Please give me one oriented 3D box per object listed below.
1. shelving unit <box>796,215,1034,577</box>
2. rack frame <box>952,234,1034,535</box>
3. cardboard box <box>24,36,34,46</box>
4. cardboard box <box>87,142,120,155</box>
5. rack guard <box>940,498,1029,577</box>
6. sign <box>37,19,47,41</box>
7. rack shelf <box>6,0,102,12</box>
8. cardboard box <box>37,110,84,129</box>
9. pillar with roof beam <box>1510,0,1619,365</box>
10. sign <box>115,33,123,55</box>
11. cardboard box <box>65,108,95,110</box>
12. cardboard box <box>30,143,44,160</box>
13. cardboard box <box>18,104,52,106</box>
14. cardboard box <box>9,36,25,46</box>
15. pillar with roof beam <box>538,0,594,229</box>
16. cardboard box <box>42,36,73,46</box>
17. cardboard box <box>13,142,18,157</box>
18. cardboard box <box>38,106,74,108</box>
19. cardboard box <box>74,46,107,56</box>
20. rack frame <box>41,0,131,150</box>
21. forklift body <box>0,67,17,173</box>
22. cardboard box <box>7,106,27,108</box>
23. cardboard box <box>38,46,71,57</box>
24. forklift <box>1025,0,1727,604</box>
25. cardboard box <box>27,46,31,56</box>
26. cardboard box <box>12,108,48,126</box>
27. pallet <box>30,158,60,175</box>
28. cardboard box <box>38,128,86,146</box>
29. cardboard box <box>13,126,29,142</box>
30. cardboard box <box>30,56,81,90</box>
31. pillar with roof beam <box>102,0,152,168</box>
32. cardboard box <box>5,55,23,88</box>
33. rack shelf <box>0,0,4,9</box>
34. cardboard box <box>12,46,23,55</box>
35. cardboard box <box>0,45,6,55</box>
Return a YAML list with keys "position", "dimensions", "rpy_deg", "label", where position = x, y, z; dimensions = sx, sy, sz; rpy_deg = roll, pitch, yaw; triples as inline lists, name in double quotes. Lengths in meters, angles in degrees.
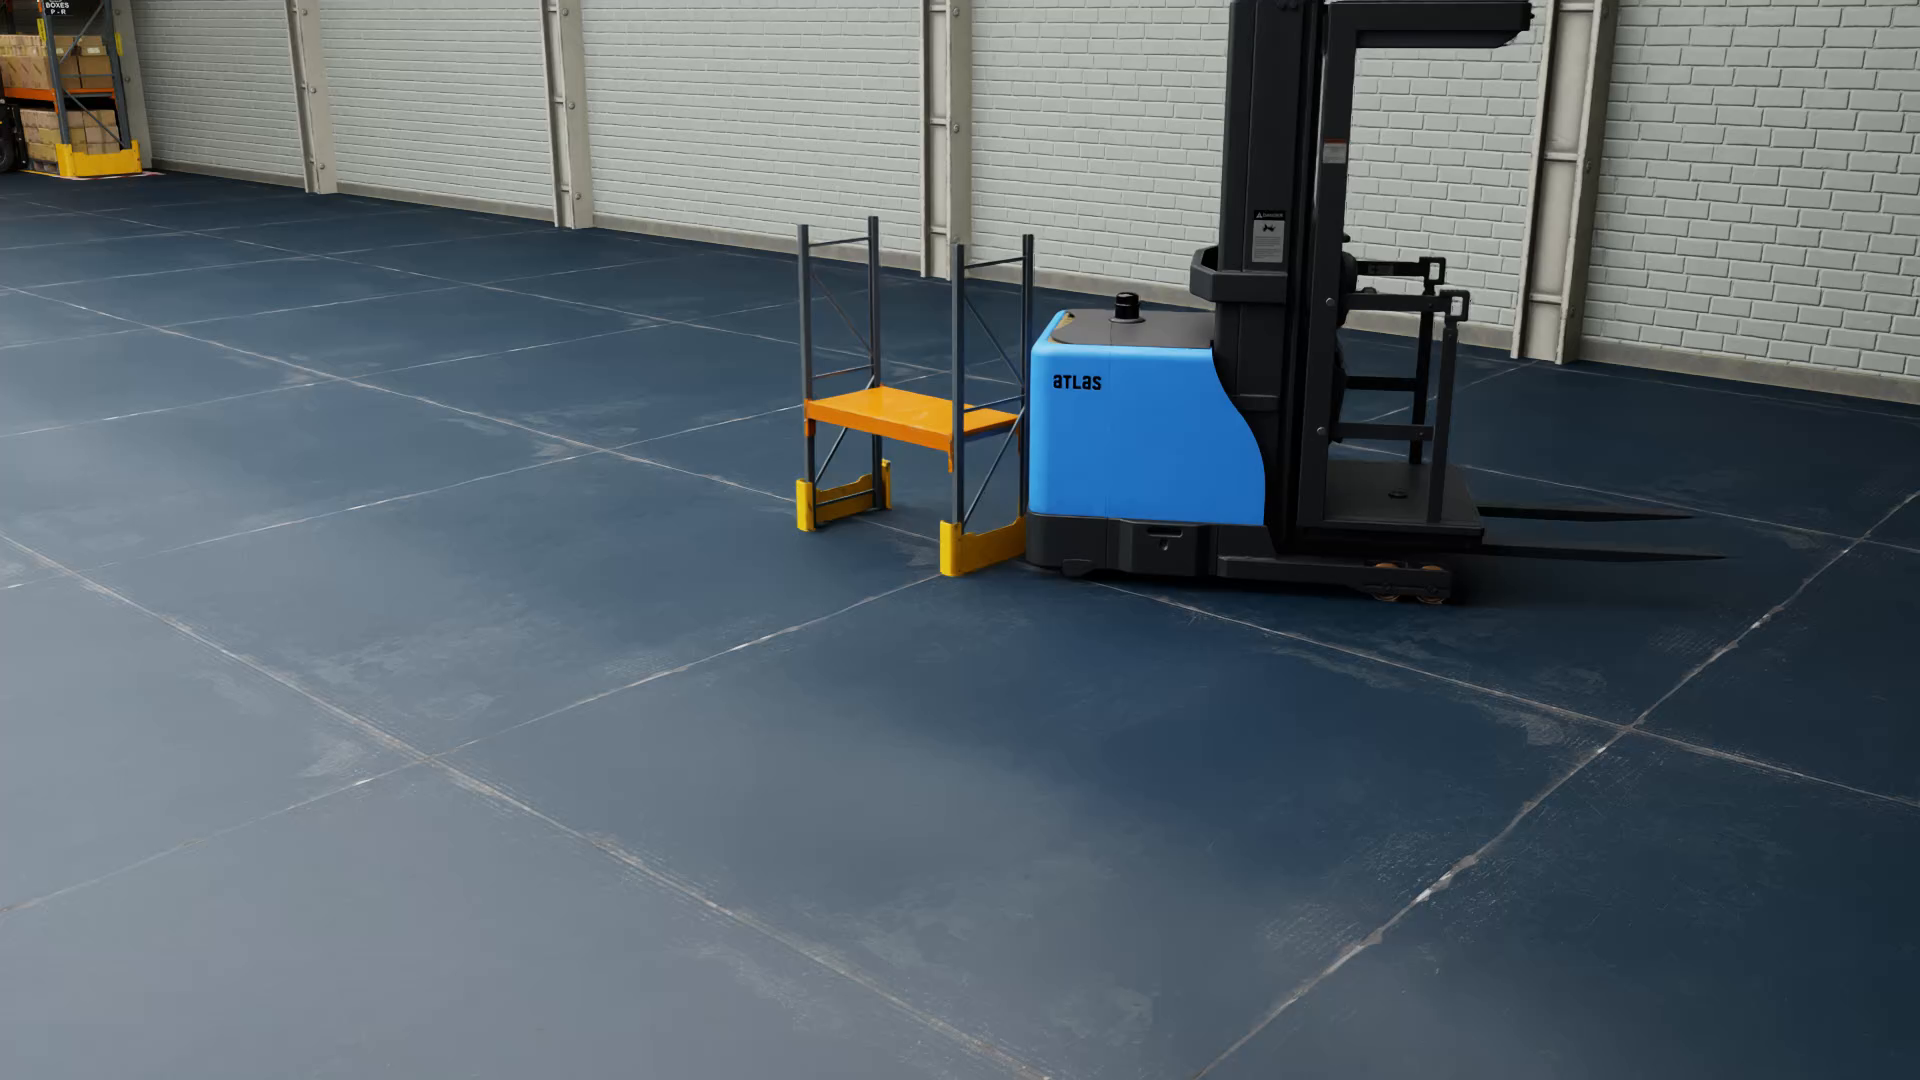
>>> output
- position: [-0.224, -0.722, 7.907]
  dimensions: [1.083, 1.500, 0.587]
  rpy_deg: [16, 24, 41]
  label: "shelving unit"
- position: [0.149, -0.614, 7.566]
  dimensions: [0.032, 1.500, 0.500]
  rpy_deg: [16, 24, 41]
  label: "rack frame"
- position: [-14.503, -7.872, 26.228]
  dimensions: [0.250, 0.149, 0.380]
  rpy_deg: [16, 23, 40]
  label: "cardboard box"
- position: [-13.914, -6.293, 26.832]
  dimensions: [0.500, 0.250, 0.500]
  rpy_deg: [15, 23, 39]
  label: "cardboard box"
- position: [0.135, -0.022, 7.767]
  dimensions: [0.087, 0.250, 0.587]
  rpy_deg: [16, 24, 41]
  label: "rack guard"
- position: [-14.047, -7.805, 25.441]
  dimensions: [0.005, 0.325, 0.100]
  rpy_deg: [15, 23, 39]
  label: "sign"
- position: [-15.172, -8.749, 26.950]
  dimensions: [4.000, 0.370, 1.077]
  rpy_deg: [15, 23, 39]
  label: "rack shelf"
- position: [-14.228, -6.648, 26.300]
  dimensions: [0.500, 0.250, 0.500]
  rpy_deg: [16, 24, 41]
  label: "cardboard box"
- position: [1.494, -4.671, 7.952]
  dimensions: [0.400, 9.000, 9.100]
  rpy_deg: [15, 23, 39]
  label: "pillar with roof beam"
- position: [-13.303, -7.835, 26.279]
  dimensions: [0.005, 0.325, 0.100]
  rpy_deg: [15, 23, 39]
  label: "sign"
- position: [-14.286, -6.865, 26.983]
  dimensions: [0.500, 0.250, 0.500]
  rpy_deg: [15, 23, 39]
  label: "cardboard box"
- position: [-14.603, -6.275, 26.775]
  dimensions: [0.500, 0.250, 0.500]
  rpy_deg: [15, 23, 39]
  label: "cardboard box"
- position: [-15.783, -7.276, 28.278]
  dimensions: [0.500, 0.250, 0.500]
  rpy_deg: [15, 23, 38]
  label: "cardboard box"
- position: [-14.908, -7.966, 26.524]
  dimensions: [0.250, 0.149, 0.380]
  rpy_deg: [16, 23, 41]
  label: "cardboard box"
- position: [-7.481, -7.080, 15.544]
  dimensions: [0.400, 9.000, 9.100]
  rpy_deg: [15, 23, 39]
  label: "pillar with roof beam"
- position: [-14.084, -7.783, 25.948]
  dimensions: [0.250, 0.149, 0.380]
  rpy_deg: [15, 23, 39]
  label: "cardboard box"
- position: [-15.375, -6.476, 27.411]
  dimensions: [0.500, 0.250, 0.500]
  rpy_deg: [16, 24, 41]
  label: "cardboard box"
- position: [-15.032, -7.072, 27.636]
  dimensions: [0.500, 0.250, 0.500]
  rpy_deg: [14, 23, 38]
  label: "cardboard box"
- position: [-13.758, -7.744, 26.316]
  dimensions: [0.250, 0.149, 0.380]
  rpy_deg: [14, 23, 38]
  label: "cardboard box"
- position: [-13.676, -7.260, 26.030]
  dimensions: [0.127, 3.000, 1.000]
  rpy_deg: [15, 23, 39]
  label: "rack frame"
- position: [-16.305, -6.824, 26.057]
  dimensions: [1.214, 2.155, 2.313]
  rpy_deg: [15, 23, 39]
  label: "forklift body"
- position: [-15.759, -7.059, 27.594]
  dimensions: [0.500, 0.250, 0.500]
  rpy_deg: [16, 24, 41]
  label: "cardboard box"
- position: [-14.121, -7.623, 25.936]
  dimensions: [0.250, 0.149, 0.380]
  rpy_deg: [15, 23, 40]
  label: "cardboard box"
- position: [1.865, -1.292, 7.338]
  dimensions: [3.031, 2.935, 1.130]
  rpy_deg: [3, 18, 10]
  label: "forklift"
- position: [-14.486, -7.734, 26.284]
  dimensions: [0.250, 0.149, 0.380]
  rpy_deg: [16, 23, 40]
  label: "cardboard box"
- position: [-14.997, -6.848, 26.931]
  dimensions: [0.500, 0.250, 0.500]
  rpy_deg: [15, 23, 40]
  label: "cardboard box"
- position: [-14.276, -6.075, 26.905]
  dimensions: [1.213, 0.211, 1.003]
  rpy_deg: [15, 23, 39]
  label: "pallet"
- position: [-14.248, -6.415, 26.391]
  dimensions: [0.500, 0.250, 0.500]
  rpy_deg: [15, 23, 39]
  label: "cardboard box"
- position: [-15.016, -6.617, 27.028]
  dimensions: [0.500, 0.250, 0.500]
  rpy_deg: [14, 23, 38]
  label: "cardboard box"
- position: [-14.219, -7.347, 26.139]
  dimensions: [0.500, 0.500, 0.500]
  rpy_deg: [14, 23, 38]
  label: "cardboard box"
- position: [-16.456, -9.489, 23.136]
  dimensions: [0.400, 9.000, 9.100]
  rpy_deg: [15, 23, 39]
  label: "pillar with roof beam"
- position: [-14.984, -7.556, 26.797]
  dimensions: [0.500, 0.500, 0.500]
  rpy_deg: [14, 23, 38]
  label: "cardboard box"
- position: [-18.164, -9.552, 29.481]
  dimensions: [4.000, 0.370, 1.077]
  rpy_deg: [15, 23, 39]
  label: "rack shelf"
- position: [-14.895, -7.829, 26.584]
  dimensions: [0.250, 0.149, 0.380]
  rpy_deg: [14, 22, 38]
  label: "cardboard box"
- position: [-15.461, -7.982, 27.065]
  dimensions: [0.250, 0.149, 0.380]
  rpy_deg: [14, 23, 38]
  label: "cardboard box"
